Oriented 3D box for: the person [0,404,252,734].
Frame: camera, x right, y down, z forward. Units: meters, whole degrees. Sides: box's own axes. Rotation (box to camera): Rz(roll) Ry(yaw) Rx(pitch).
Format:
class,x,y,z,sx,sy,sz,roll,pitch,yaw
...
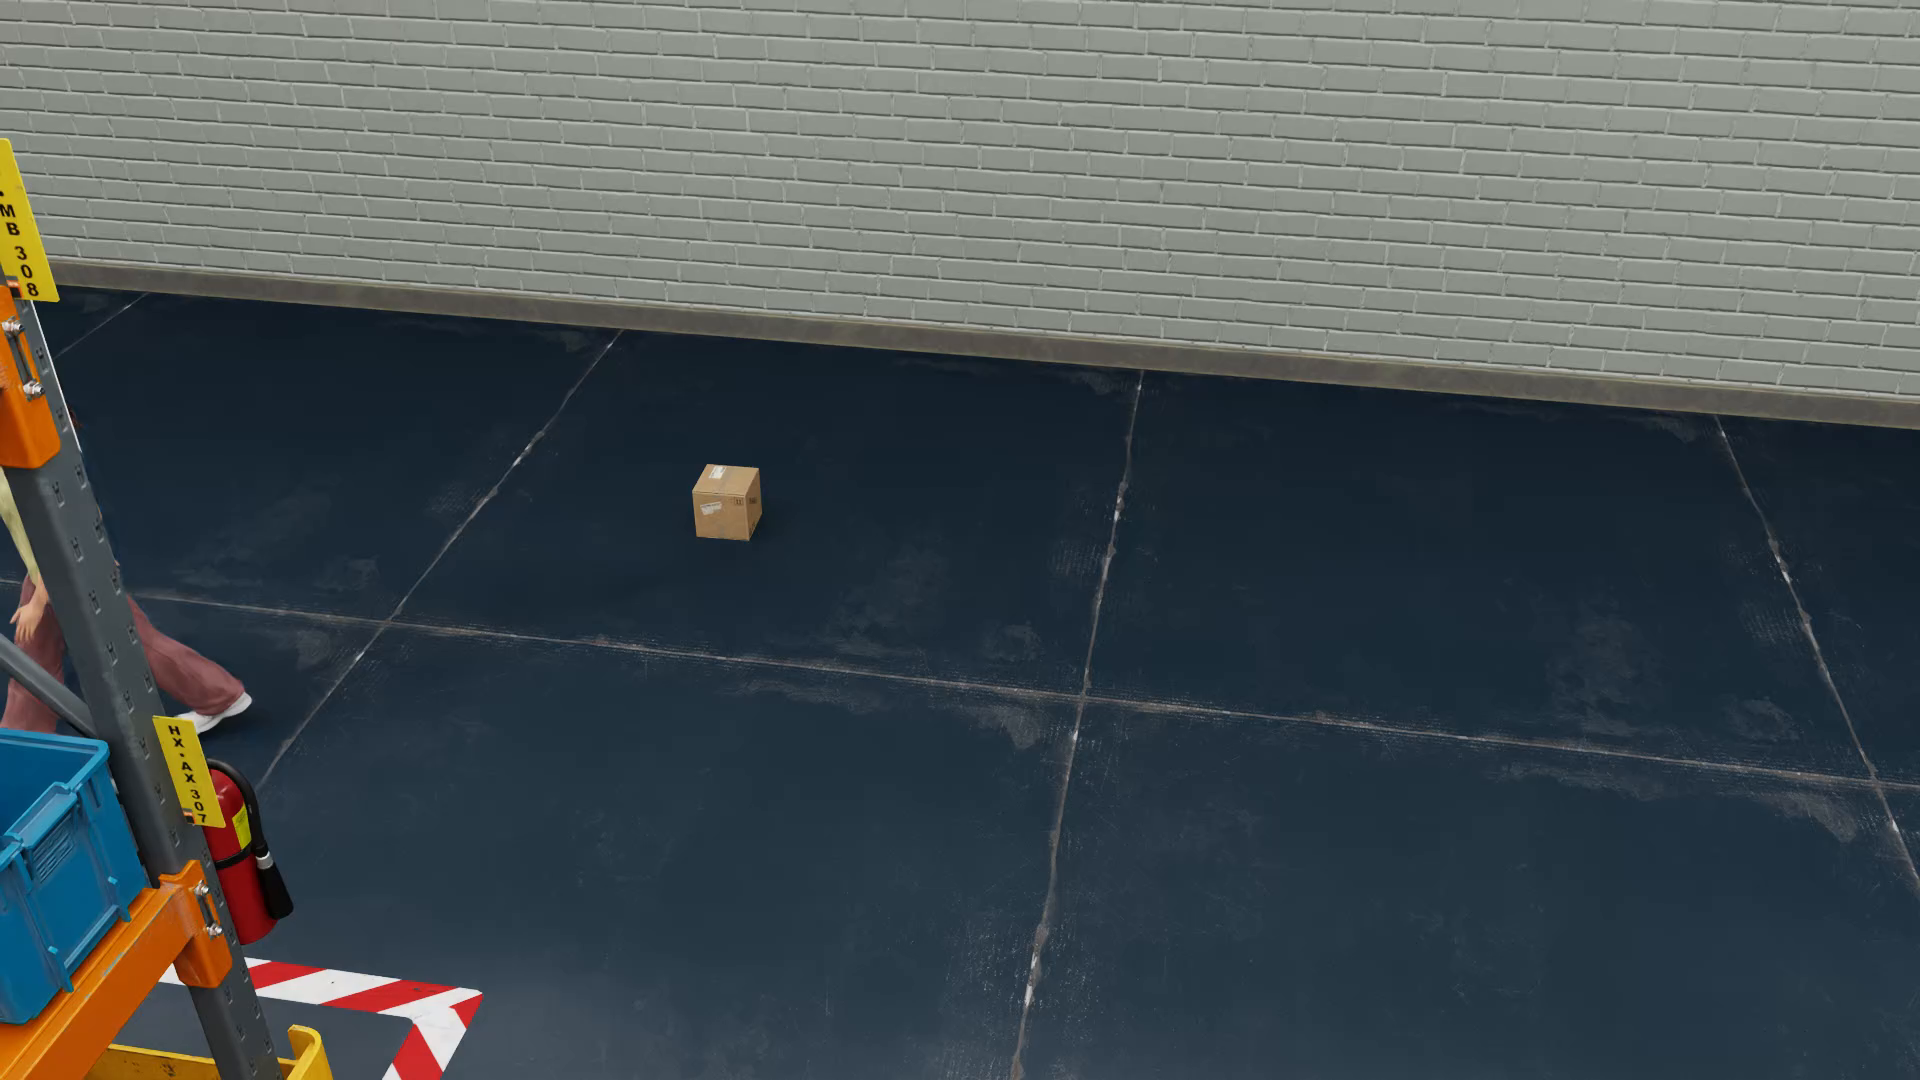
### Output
class,x,y,z,sx,sy,sz,roll,pitch,yaw
person,-3.221,0.142,5.917,1.020,1.614,0.466,-20,37,-28
